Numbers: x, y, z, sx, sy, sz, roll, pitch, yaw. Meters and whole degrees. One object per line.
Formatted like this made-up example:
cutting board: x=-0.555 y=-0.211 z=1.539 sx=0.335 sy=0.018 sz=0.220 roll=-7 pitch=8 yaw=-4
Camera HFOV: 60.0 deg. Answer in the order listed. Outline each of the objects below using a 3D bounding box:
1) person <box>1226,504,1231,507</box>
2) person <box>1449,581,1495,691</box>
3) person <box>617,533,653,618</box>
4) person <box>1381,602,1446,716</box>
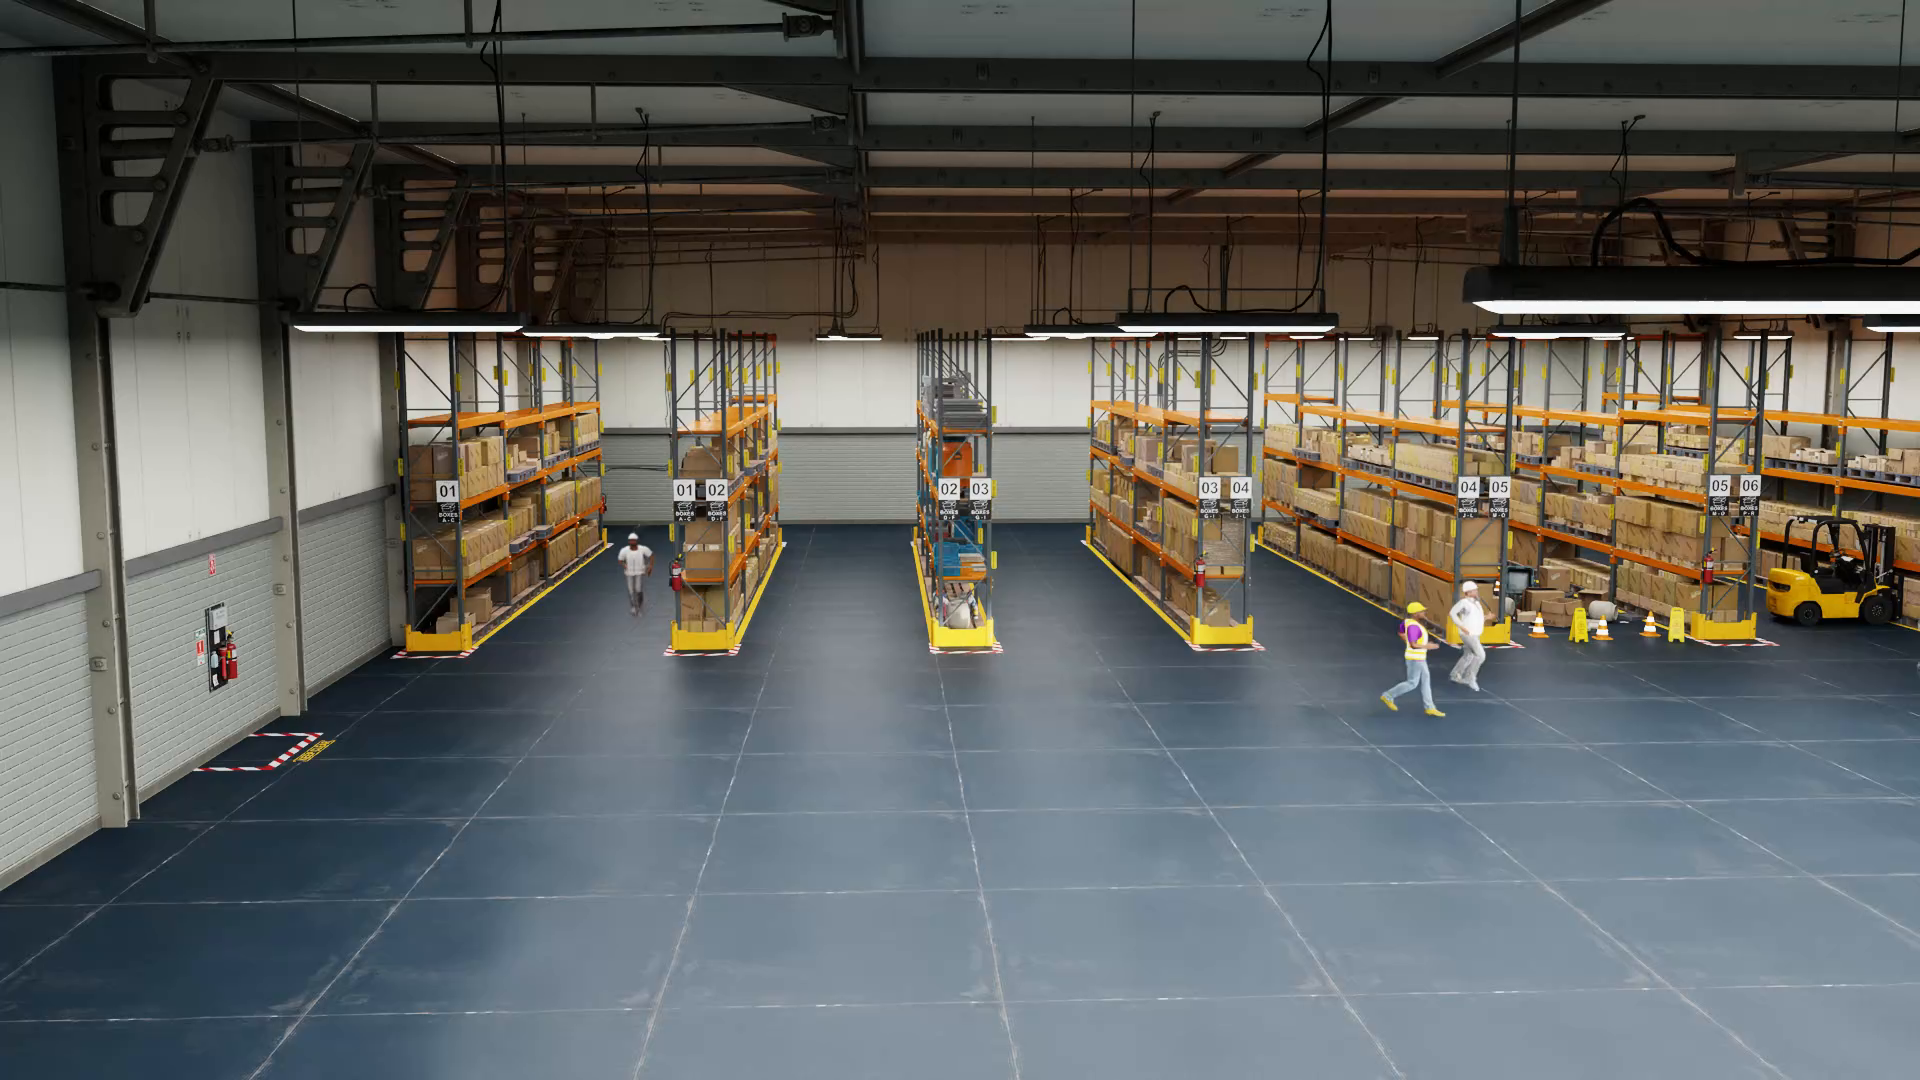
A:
person: x=7.856 y=-0.765 z=48.732 sx=0.722 sy=1.498 sz=0.508 roll=7 pitch=9 yaw=44
person: x=8.514 y=1.592 z=27.692 sx=0.719 sy=1.816 sz=0.638 roll=5 pitch=8 yaw=37
person: x=-6.816 y=0.758 z=34.883 sx=0.718 sy=1.816 sz=0.722 roll=0 pitch=7 yaw=-3
person: x=6.973 y=1.830 z=25.502 sx=0.972 sy=1.765 sz=0.701 roll=2 pitch=7 yaw=17
